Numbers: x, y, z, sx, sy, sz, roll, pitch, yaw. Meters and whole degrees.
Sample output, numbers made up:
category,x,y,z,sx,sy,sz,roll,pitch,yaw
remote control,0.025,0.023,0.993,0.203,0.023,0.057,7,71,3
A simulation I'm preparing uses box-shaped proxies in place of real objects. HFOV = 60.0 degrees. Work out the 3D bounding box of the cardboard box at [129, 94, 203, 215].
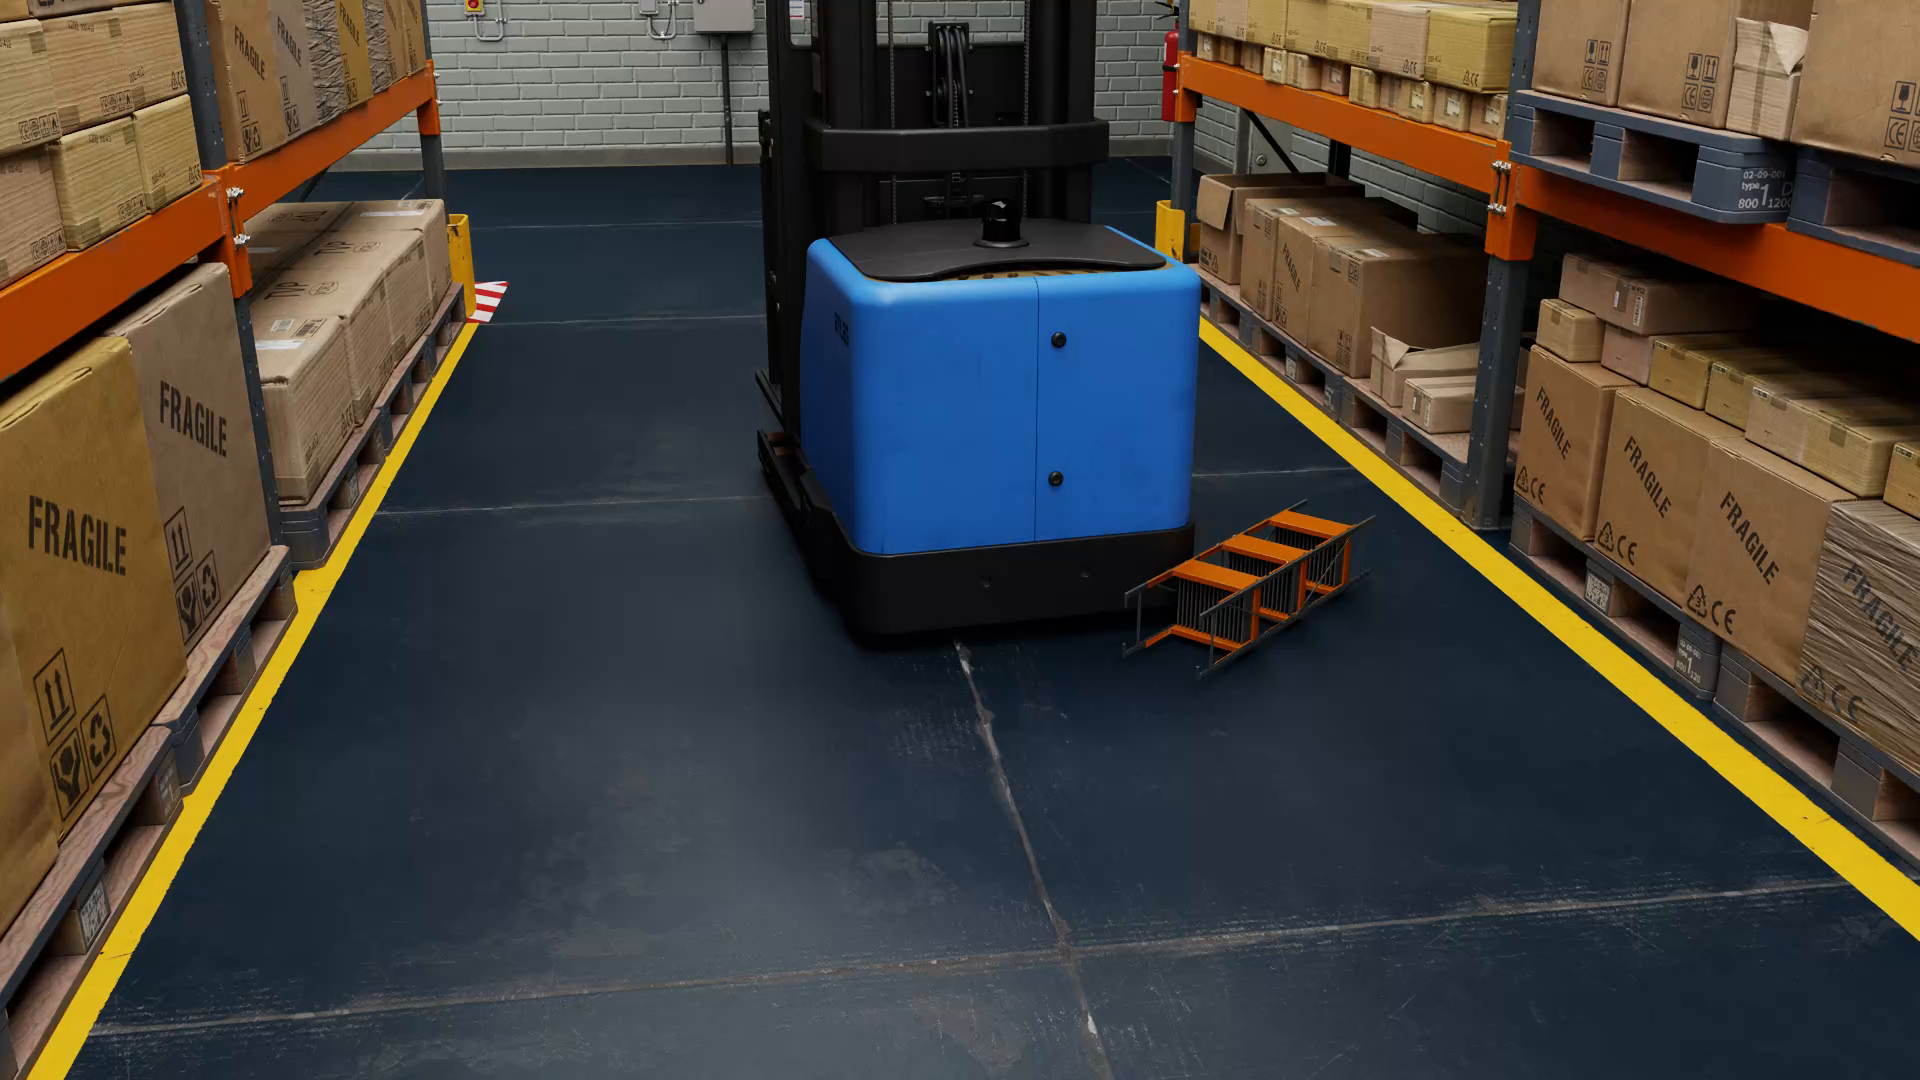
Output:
category,x,y,z,sx,sy,sz,roll,pitch,yaw
cardboard box,-2.324,-1.010,4.349,0.500,0.250,0.500,-3,21,-9

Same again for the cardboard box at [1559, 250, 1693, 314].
category,x,y,z,sx,sy,sz,roll,pitch,yaw
cardboard box,2.122,-0.809,5.216,0.380,0.149,0.250,-3,21,-9

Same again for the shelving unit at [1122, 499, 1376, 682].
category,x,y,z,sx,sy,sz,roll,pitch,yaw
shelving unit,0.894,0.129,5.020,0.252,0.215,1.050,16,26,37

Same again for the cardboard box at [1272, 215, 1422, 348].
category,x,y,z,sx,sy,sz,roll,pitch,yaw
cardboard box,1.753,-1.183,7.569,0.500,0.500,0.500,-3,21,-7

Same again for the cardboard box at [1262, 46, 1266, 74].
category,x,y,z,sx,sy,sz,roll,pitch,yaw
cardboard box,1.647,-2.257,7.832,0.380,0.149,0.250,-3,21,-7

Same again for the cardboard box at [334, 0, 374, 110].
category,x,y,z,sx,sy,sz,roll,pitch,yaw
cardboard box,-2.654,-1.971,6.564,0.500,0.500,0.500,-2,21,-6

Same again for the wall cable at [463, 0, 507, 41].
category,x,y,z,sx,sy,sz,roll,pitch,yaw
wall cable,-4.050,-5.050,13.453,0.585,1.953,0.123,-3,21,-8

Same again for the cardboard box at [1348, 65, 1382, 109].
category,x,y,z,sx,sy,sz,roll,pitch,yaw
cardboard box,1.782,-1.812,6.639,0.380,0.149,0.250,-3,21,-9

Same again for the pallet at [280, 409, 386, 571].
category,x,y,z,sx,sy,sz,roll,pitch,yaw
pallet,-2.670,-0.184,5.908,1.003,0.211,1.213,-3,21,-8

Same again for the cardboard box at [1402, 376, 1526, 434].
category,x,y,z,sx,sy,sz,roll,pitch,yaw
cardboard box,1.903,-0.514,6.280,0.380,0.149,0.250,-4,21,-9

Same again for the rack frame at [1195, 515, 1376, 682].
category,x,y,z,sx,sy,sz,roll,pitch,yaw
rack frame,0.988,0.156,4.947,0.008,0.200,1.050,16,26,37

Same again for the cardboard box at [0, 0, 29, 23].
category,x,y,z,sx,sy,sz,roll,pitch,yaw
cardboard box,-2.189,-1.241,3.180,0.500,0.500,0.500,-2,21,-6

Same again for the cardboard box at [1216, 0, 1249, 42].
category,x,y,z,sx,sy,sz,roll,pitch,yaw
cardboard box,1.569,-2.584,8.136,0.500,0.250,0.500,-3,21,-7

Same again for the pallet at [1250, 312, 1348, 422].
category,x,y,z,sx,sy,sz,roll,pitch,yaw
pallet,1.996,-0.830,7.636,1.003,0.211,1.213,-3,21,-8

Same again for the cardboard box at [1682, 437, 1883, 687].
category,x,y,z,sx,sy,sz,roll,pitch,yaw
cardboard box,2.275,0.035,4.308,0.500,0.500,0.500,-4,21,-9

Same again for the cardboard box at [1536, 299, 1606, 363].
category,x,y,z,sx,sy,sz,roll,pitch,yaw
cardboard box,2.062,-0.667,5.260,0.380,0.149,0.250,-2,21,-5

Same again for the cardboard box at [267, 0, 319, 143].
category,x,y,z,sx,sy,sz,roll,pitch,yaw
cardboard box,-2.515,-1.620,5.624,0.500,0.500,0.500,-3,21,-7

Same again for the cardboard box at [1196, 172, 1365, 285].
category,x,y,z,sx,sy,sz,roll,pitch,yaw
cardboard box,1.691,-1.671,8.869,0.797,0.503,0.637,-4,21,-10

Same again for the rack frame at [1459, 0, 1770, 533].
category,x,y,z,sx,sy,sz,roll,pitch,yaw
rack frame,2.274,-1.475,5.378,1.000,3.000,0.127,-3,21,-8

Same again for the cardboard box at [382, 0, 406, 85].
category,x,y,z,sx,sy,sz,roll,pitch,yaw
cardboard box,-2.825,-2.327,7.516,0.500,0.500,0.500,-3,21,-9

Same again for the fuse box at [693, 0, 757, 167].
category,x,y,z,sx,sy,sz,roll,pitch,yaw
fuse box,-1.951,-4.011,14.010,0.539,1.711,0.414,-3,21,-8

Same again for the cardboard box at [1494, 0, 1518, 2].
category,x,y,z,sx,sy,sz,roll,pitch,yaw
cardboard box,2.322,-2.424,6.637,0.500,0.500,0.500,-3,21,-9

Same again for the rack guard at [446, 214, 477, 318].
category,x,y,z,sx,sy,sz,roll,pitch,yaw
rack guard,-3.218,-1.446,8.872,1.175,0.500,0.348,-3,21,-8

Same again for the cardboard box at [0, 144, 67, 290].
category,x,y,z,sx,sy,sz,roll,pitch,yaw
cardboard box,-2.197,-0.658,3.406,0.500,0.250,0.500,-3,21,-9

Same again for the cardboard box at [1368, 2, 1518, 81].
category,x,y,z,sx,sy,sz,roll,pitch,yaw
cardboard box,1.872,-1.881,6.254,0.500,0.250,0.500,-3,21,-8

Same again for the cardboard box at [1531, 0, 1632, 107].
category,x,y,z,sx,sy,sz,roll,pitch,yaw
cardboard box,2.122,-1.540,4.808,0.700,0.500,0.500,-2,21,-6

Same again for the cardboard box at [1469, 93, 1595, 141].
category,x,y,z,sx,sy,sz,roll,pitch,yaw
cardboard box,1.978,-1.455,5.683,0.380,0.149,0.250,-3,21,-7

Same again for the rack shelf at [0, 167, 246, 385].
category,x,y,z,sx,sy,sz,roll,pitch,yaw
rack shelf,-2.349,-0.194,2.976,1.077,0.370,4.000,-3,21,-8

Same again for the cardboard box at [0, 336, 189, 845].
category,x,y,z,sx,sy,sz,roll,pitch,yaw
cardboard box,-2.331,0.098,3.602,0.875,0.875,0.875,-2,21,-6

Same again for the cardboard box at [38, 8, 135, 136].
category,x,y,z,sx,sy,sz,roll,pitch,yaw
cardboard box,-2.254,-1.074,3.805,0.500,0.250,0.500,-2,21,-6

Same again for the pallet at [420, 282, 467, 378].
category,x,y,z,sx,sy,sz,roll,pitch,yaw
pallet,-3.022,-1.029,8.169,1.003,0.211,1.213,-3,21,-8

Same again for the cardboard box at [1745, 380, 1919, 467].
category,x,y,z,sx,sy,sz,roll,pitch,yaw
cardboard box,2.279,-0.304,4.288,0.380,0.149,0.250,-3,21,-8

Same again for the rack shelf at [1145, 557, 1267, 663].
category,x,y,z,sx,sy,sz,roll,pitch,yaw
rack shelf,0.711,0.207,4.811,0.240,0.215,0.259,16,26,37

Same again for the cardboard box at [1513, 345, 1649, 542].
category,x,y,z,sx,sy,sz,roll,pitch,yaw
cardboard box,2.121,-0.322,5.263,0.500,0.500,0.500,-2,21,-5

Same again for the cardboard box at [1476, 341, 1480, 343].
category,x,y,z,sx,sy,sz,roll,pitch,yaw
cardboard box,2.350,-0.727,6.850,0.380,0.149,0.250,-3,21,-8

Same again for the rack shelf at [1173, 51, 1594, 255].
category,x,y,z,sx,sy,sz,roll,pitch,yaw
rack shelf,1.985,-1.830,7.358,1.077,0.370,4.000,-3,21,-8

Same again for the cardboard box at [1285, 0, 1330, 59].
category,x,y,z,sx,sy,sz,roll,pitch,yaw
cardboard box,1.740,-2.232,7.195,0.500,0.250,0.500,-3,21,-9

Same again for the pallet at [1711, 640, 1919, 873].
category,x,y,z,sx,sy,sz,roll,pitch,yaw
pallet,2.607,0.534,3.984,1.003,0.211,1.213,-3,21,-8

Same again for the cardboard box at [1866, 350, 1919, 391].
category,x,y,z,sx,sy,sz,roll,pitch,yaw
cardboard box,2.762,-0.430,4.625,0.380,0.149,0.250,-4,21,-10

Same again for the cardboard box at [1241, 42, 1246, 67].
category,x,y,z,sx,sy,sz,roll,pitch,yaw
cardboard box,1.628,-2.440,8.320,0.380,0.149,0.250,-3,21,-8

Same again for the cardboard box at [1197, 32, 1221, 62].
category,x,y,z,sx,sy,sz,roll,pitch,yaw
cardboard box,1.473,-2.614,8.788,0.380,0.149,0.250,-3,21,-8

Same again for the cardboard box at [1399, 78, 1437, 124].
category,x,y,z,sx,sy,sz,roll,pitch,yaw
cardboard box,1.857,-1.633,6.159,0.380,0.149,0.250,-2,21,-6

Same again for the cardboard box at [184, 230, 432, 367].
category,x,y,z,sx,sy,sz,roll,pitch,yaw
cardboard box,-2.880,-1.065,7.341,0.875,0.438,0.875,-2,21,-6

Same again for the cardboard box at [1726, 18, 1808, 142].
category,x,y,z,sx,sy,sz,roll,pitch,yaw
cardboard box,2.094,-1.108,3.988,0.396,0.266,0.258,-2,21,-5

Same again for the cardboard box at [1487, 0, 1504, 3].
category,x,y,z,sx,sy,sz,roll,pitch,yaw
cardboard box,2.318,-2.081,6.790,0.500,0.250,0.500,-2,21,-7

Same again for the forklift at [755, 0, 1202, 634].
category,x,y,z,sx,sy,sz,roll,pitch,yaw
forklift,-0.155,-1.585,5.771,1.130,2.935,3.031,-5,21,-13

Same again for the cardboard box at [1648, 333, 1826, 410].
category,x,y,z,sx,sy,sz,roll,pitch,yaw
cardboard box,2.227,-0.487,4.777,0.380,0.149,0.250,-4,21,-11

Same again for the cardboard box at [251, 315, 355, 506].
category,x,y,z,sx,sy,sz,roll,pitch,yaw
cardboard box,-2.622,-0.443,5.676,0.875,0.438,0.875,-3,21,-9

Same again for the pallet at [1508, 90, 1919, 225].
category,x,y,z,sx,sy,sz,roll,pitch,yaw
pallet,2.281,-1.103,4.656,1.003,0.211,1.213,-3,21,-8

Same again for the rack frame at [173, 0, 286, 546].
category,x,y,z,sx,sy,sz,roll,pitch,yaw
rack frame,-2.638,-1.223,4.704,1.000,3.000,0.127,-3,21,-8

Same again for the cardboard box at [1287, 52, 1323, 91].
category,x,y,z,sx,sy,sz,roll,pitch,yaw
cardboard box,1.668,-2.076,7.346,0.380,0.149,0.250,-2,21,-7

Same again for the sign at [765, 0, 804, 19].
category,x,y,z,sx,sy,sz,roll,pitch,yaw
sign,-1.492,-4.667,14.060,0.329,0.494,0.001,-3,21,-8

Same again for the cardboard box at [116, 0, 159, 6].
category,x,y,z,sx,sy,sz,roll,pitch,yaw
cardboard box,-2.325,-1.596,4.132,0.500,0.500,0.500,-2,21,-6

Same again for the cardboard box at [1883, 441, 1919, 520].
category,x,y,z,sx,sy,sz,roll,pitch,yaw
cardboard box,2.380,-0.126,3.812,0.380,0.149,0.250,-3,21,-8

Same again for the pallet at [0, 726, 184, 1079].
category,x,y,z,sx,sy,sz,roll,pitch,yaw
pallet,-2.273,0.770,3.354,1.003,0.211,1.213,-3,21,-8

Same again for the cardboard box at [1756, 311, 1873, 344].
category,x,y,z,sx,sy,sz,roll,pitch,yaw
cardboard box,2.655,-0.601,5.083,0.380,0.149,0.250,-3,21,-8
